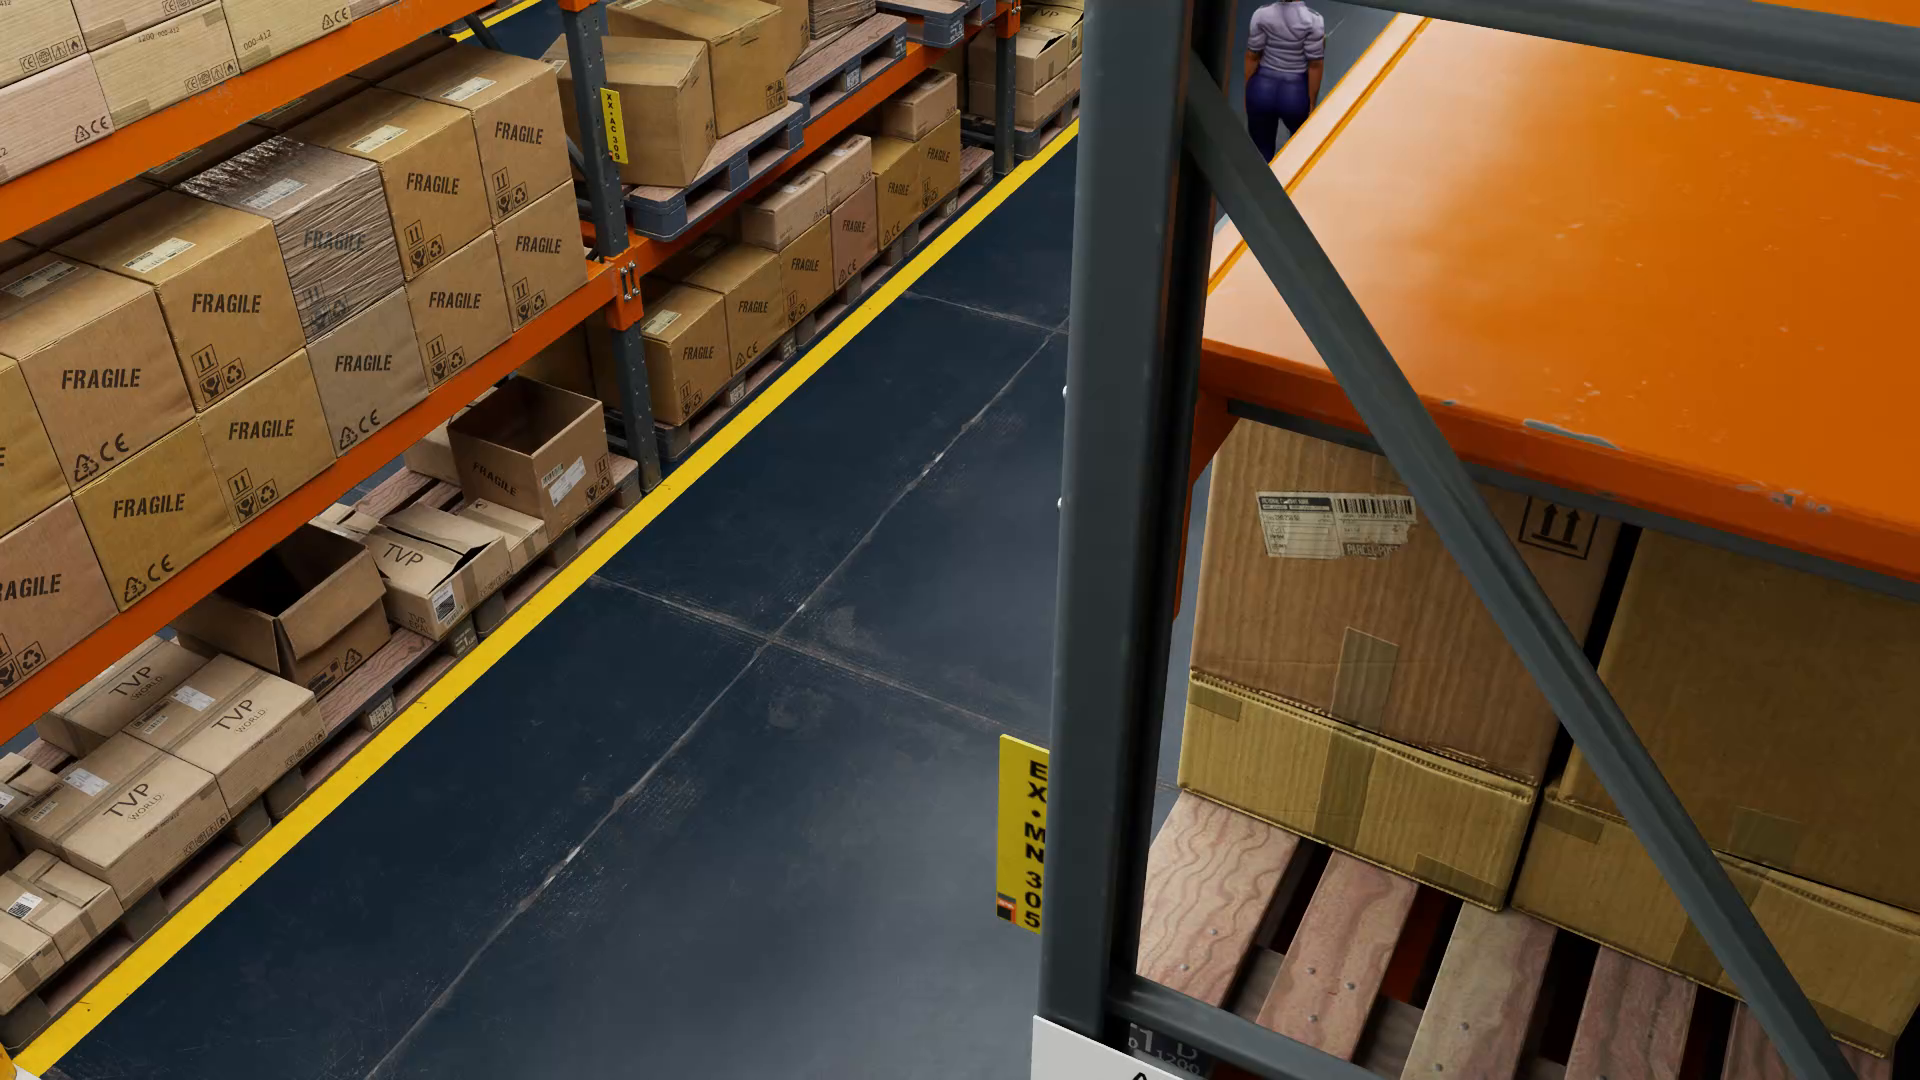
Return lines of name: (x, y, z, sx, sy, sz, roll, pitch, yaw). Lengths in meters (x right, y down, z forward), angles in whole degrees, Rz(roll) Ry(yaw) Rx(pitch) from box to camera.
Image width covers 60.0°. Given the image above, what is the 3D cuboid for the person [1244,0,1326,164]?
person: (1.938, -2.677, 10.041, 0.475, 1.645, 0.459, 11, 40, 14)
